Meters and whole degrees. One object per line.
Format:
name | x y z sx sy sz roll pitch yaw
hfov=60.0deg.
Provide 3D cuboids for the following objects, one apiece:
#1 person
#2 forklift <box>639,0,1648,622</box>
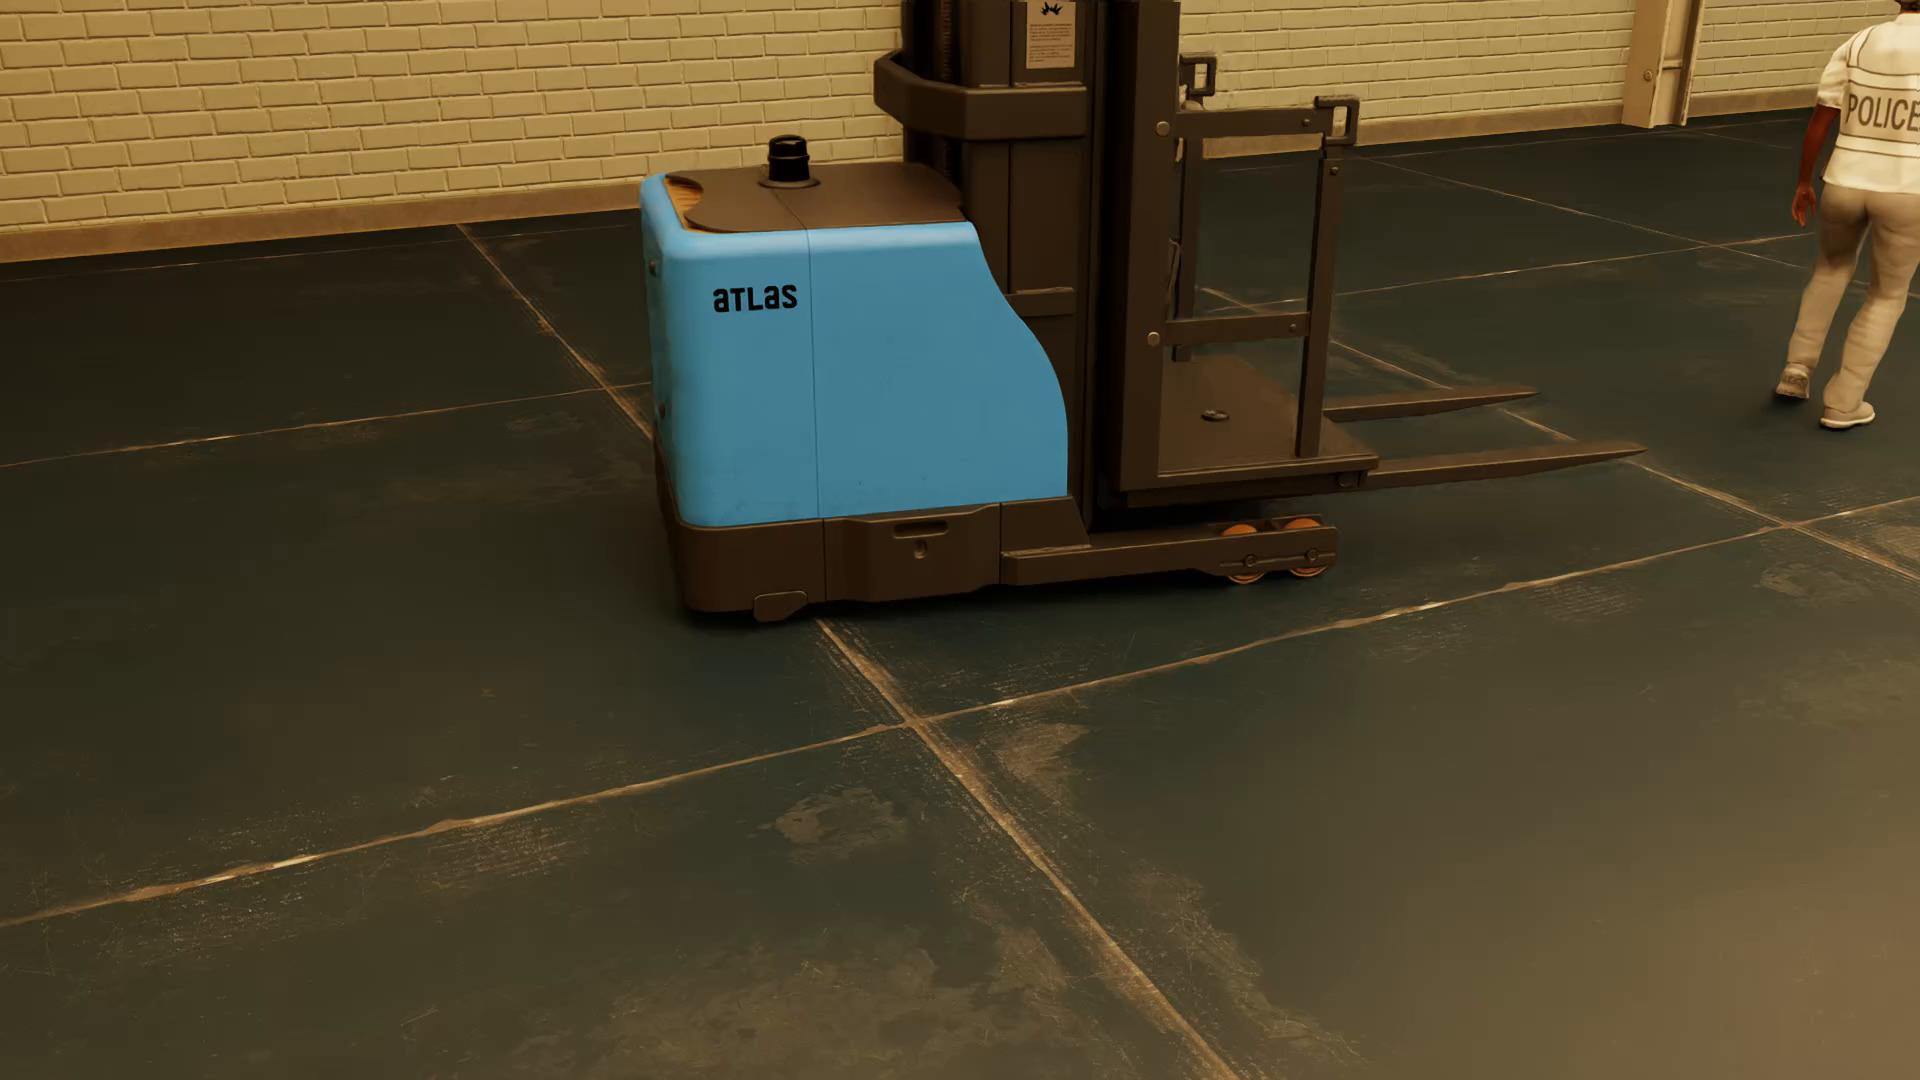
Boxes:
person | 3.302 -1.220 5.955 0.478 1.696 0.553 -18 29 -37
forklift | 0.612 -1.419 4.702 3.031 2.935 1.130 -5 23 -13
